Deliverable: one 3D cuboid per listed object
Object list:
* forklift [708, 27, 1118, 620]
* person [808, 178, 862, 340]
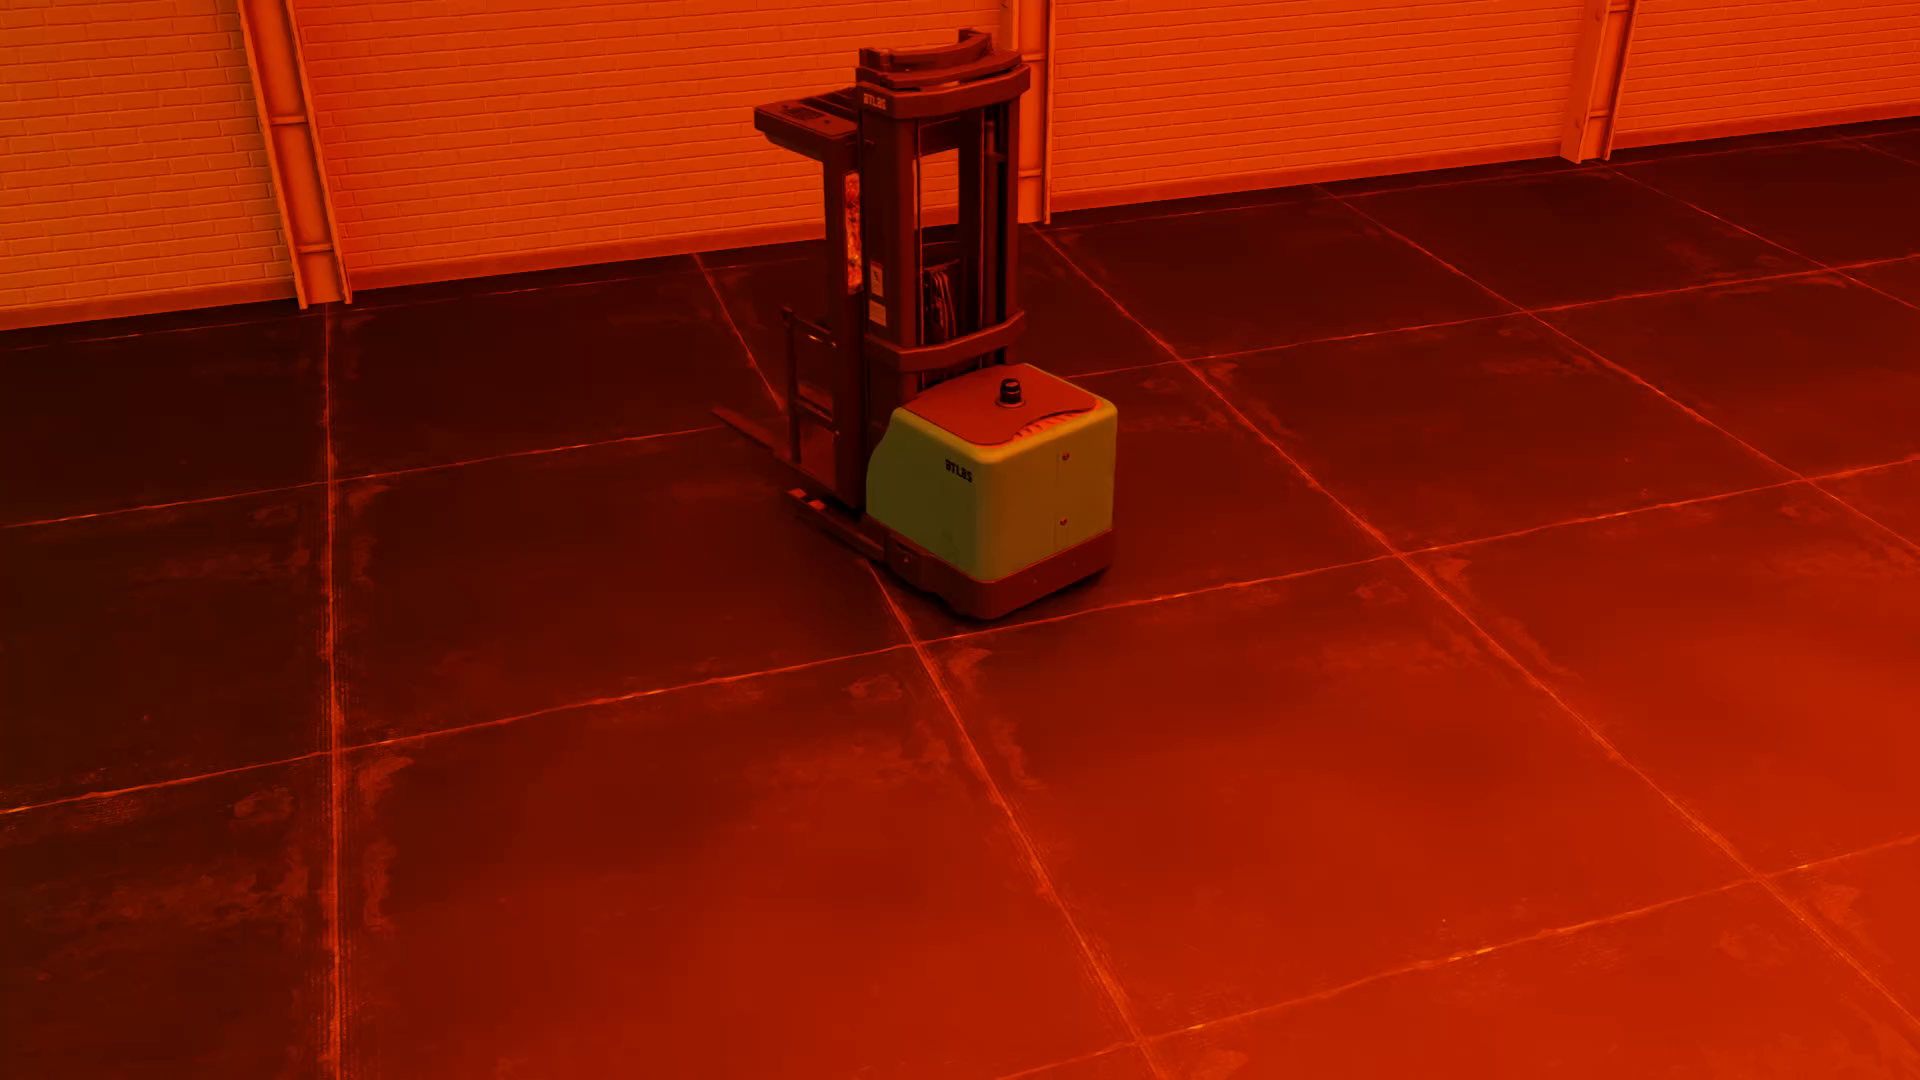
[{"bbox_3d":[-0.449,-1.493,9.681,1.130,2.935,3.031,-23,37,-34],"label":"forklift"},{"bbox_3d":[-0.687,-1.923,11.949,0.858,1.408,1.090,-3,30,-5],"label":"person"}]
